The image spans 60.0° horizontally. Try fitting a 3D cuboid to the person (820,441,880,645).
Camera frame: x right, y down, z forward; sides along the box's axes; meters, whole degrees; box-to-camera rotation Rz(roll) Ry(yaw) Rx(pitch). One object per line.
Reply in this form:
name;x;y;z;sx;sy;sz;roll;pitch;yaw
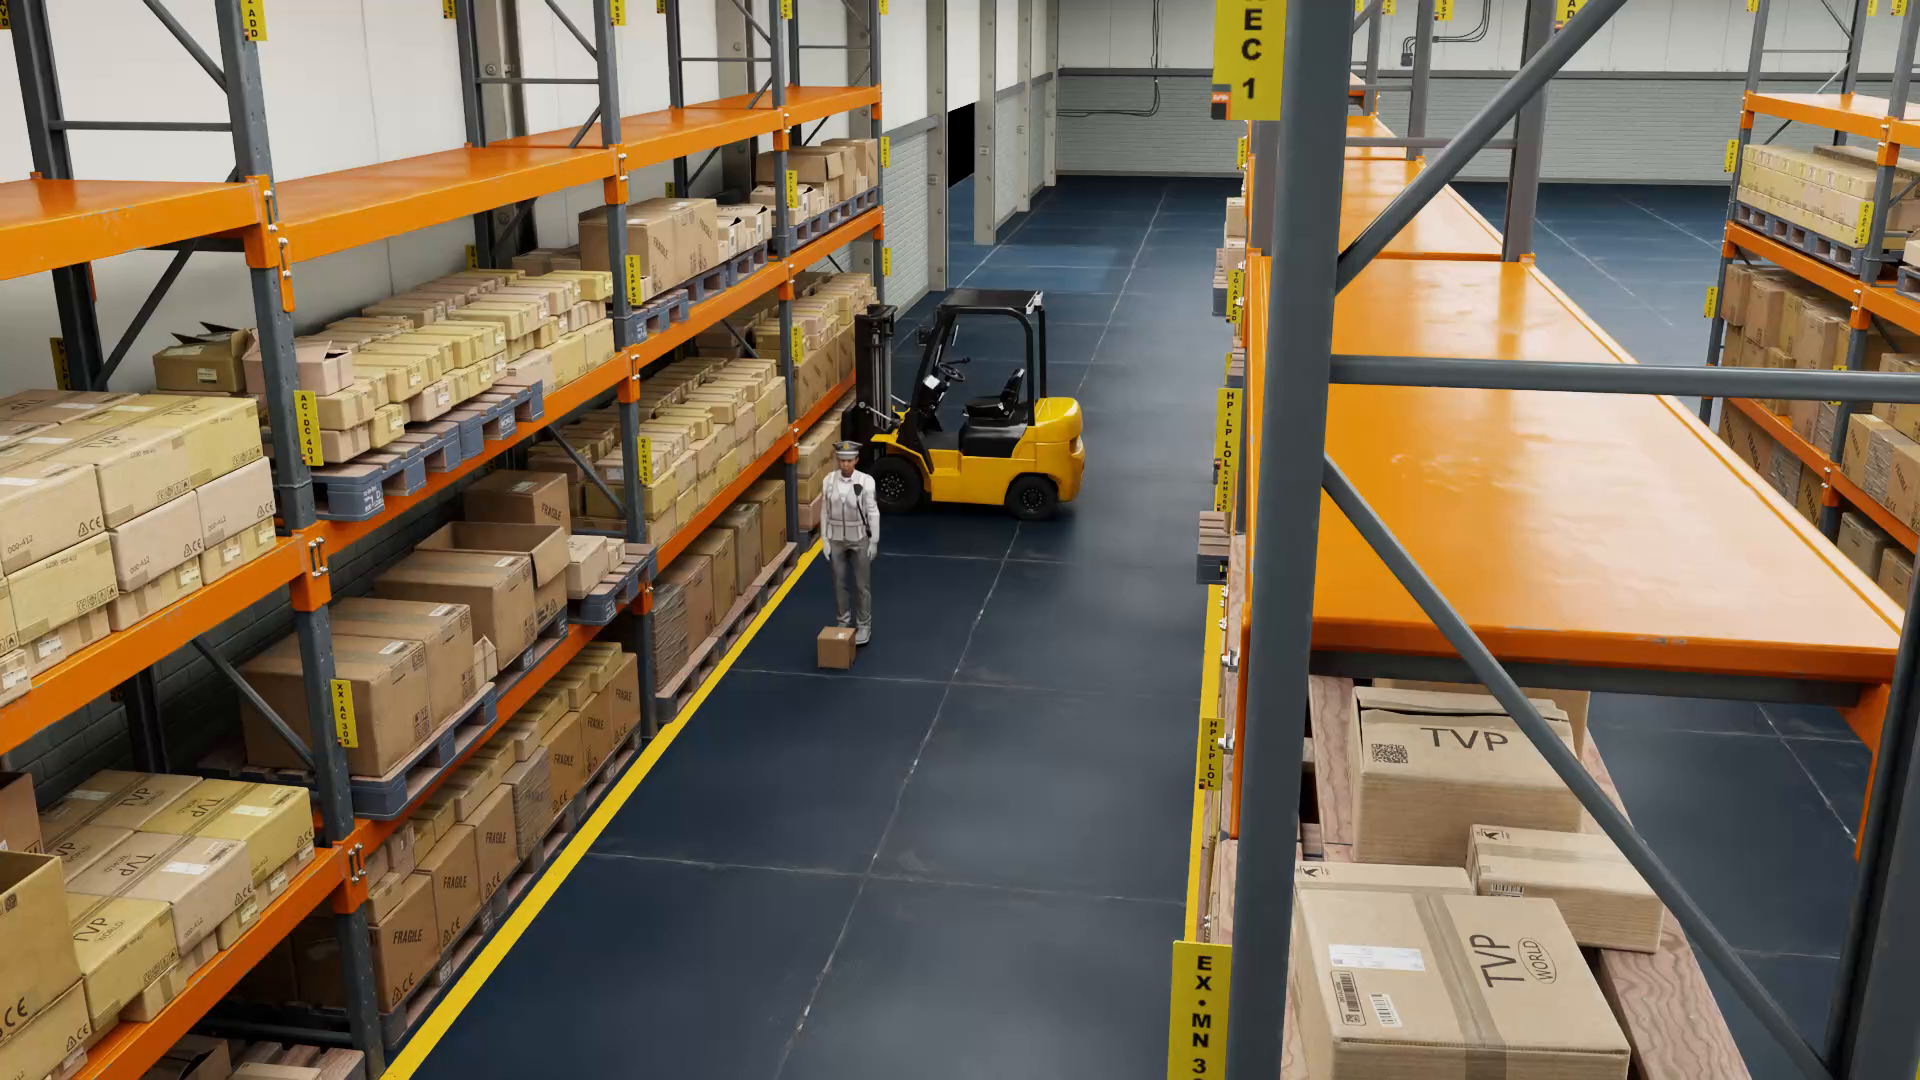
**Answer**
person;-0.891;0.007;13.365;0.487;1.687;0.346;3;18;9
